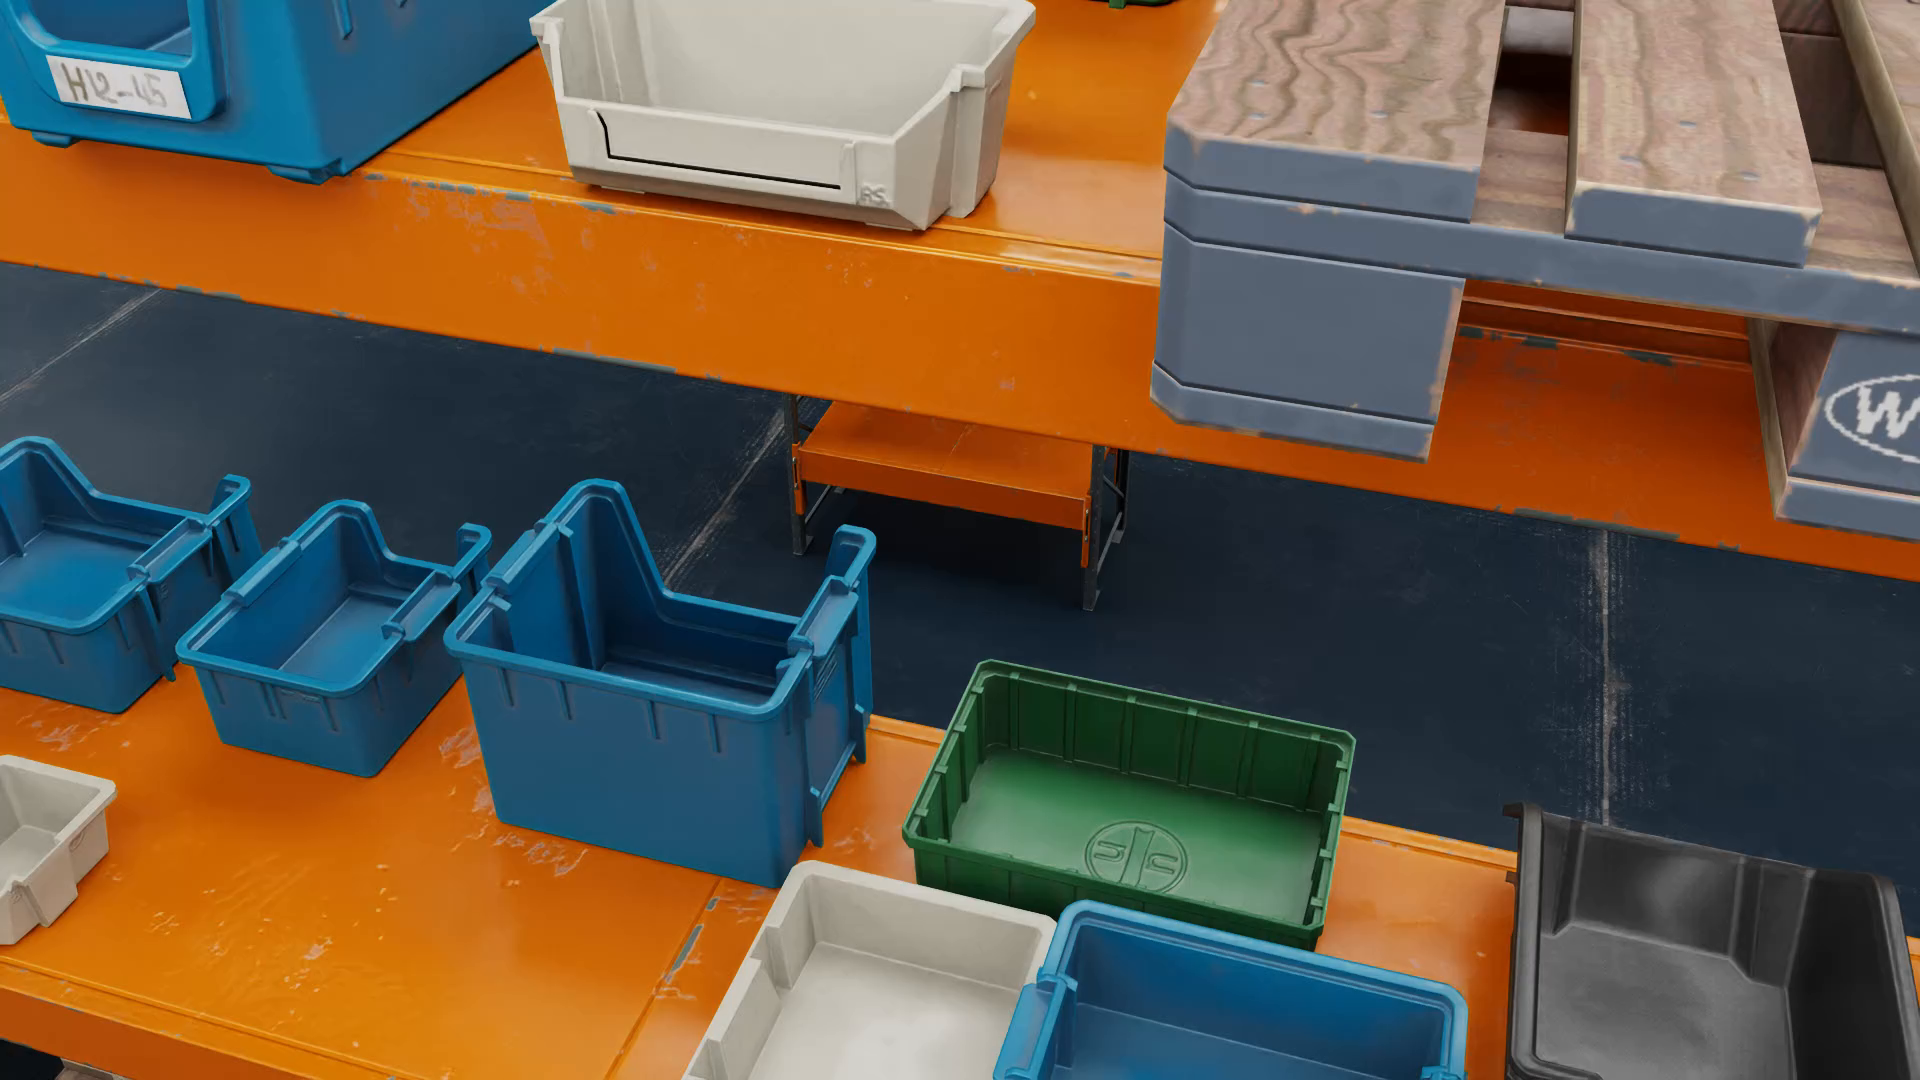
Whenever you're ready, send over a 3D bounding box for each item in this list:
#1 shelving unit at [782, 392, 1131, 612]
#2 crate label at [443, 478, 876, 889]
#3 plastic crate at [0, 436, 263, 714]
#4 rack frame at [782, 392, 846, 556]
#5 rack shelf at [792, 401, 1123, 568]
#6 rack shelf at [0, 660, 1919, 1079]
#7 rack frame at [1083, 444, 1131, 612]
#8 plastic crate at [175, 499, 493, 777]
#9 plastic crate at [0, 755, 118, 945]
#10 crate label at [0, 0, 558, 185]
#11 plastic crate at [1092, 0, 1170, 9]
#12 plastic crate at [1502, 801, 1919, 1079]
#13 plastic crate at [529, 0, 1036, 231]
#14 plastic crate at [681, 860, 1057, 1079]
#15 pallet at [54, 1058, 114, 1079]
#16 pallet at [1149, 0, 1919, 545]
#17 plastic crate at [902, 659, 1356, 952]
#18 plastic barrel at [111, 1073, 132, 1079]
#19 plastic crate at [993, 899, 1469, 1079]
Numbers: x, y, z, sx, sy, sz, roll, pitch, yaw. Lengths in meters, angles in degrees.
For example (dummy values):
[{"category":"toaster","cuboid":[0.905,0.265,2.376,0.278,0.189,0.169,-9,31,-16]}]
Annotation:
[{"category":"shelving unit","cuboid":[0.006,-0.452,5.415,1.048,1.125,0.538,10,38,14]},{"category":"crate label","cuboid":[-0.483,0.235,2.871,0.616,0.435,0.502,10,38,14]},{"category":"plastic crate","cuboid":[-1.754,0.056,3.269,0.616,0.251,0.499,10,38,14]},{"category":"rack frame","cuboid":[-0.479,-0.542,5.537,0.032,1.125,0.500,10,38,14]},{"category":"rack shelf","cuboid":[0.006,-0.255,5.560,1.000,0.278,0.538,10,38,14]},{"category":"rack shelf","cuboid":[-0.411,0.720,2.848,4.000,0.370,1.077,10,38,14]},{"category":"rack frame","cuboid":[0.492,-0.362,5.293,0.032,1.125,0.500,10,38,14]},{"category":"plastic crate","cuboid":[-1.135,0.174,3.109,0.408,0.251,0.499,10,38,14]},{"category":"plastic crate","cuboid":[-1.562,0.523,2.731,0.250,0.136,0.298,10,38,14]},{"category":"crate label","cuboid":[-0.632,-0.554,1.567,0.408,0.251,0.502,10,38,14]},{"category":"plastic crate","cuboid":[0.073,-0.772,1.917,0.450,0.188,0.336,10,38,14]},{"category":"plastic crate","cuboid":[1.036,0.644,2.397,0.504,0.338,0.767,10,38,14]},{"category":"plastic crate","cuboid":[-0.155,-0.373,1.419,0.396,0.136,0.243,10,38,14]},{"category":"plastic crate","cuboid":[-0.128,0.746,2.428,0.437,0.136,0.530,10,38,14]},{"category":"pallet","cuboid":[-1.460,1.333,3.761,1.213,0.211,1.003,10,38,14]},{"category":"pallet","cuboid":[0.780,-0.421,1.420,1.003,0.211,1.213,10,38,14]},{"category":"plastic crate","cuboid":[0.286,0.469,2.761,0.662,0.188,0.450,10,38,14]},{"category":"plastic barrel","cuboid":[-1.670,0.982,3.629,0.421,0.512,0.421,0,36,0]},{"category":"plastic crate","cuboid":[0.360,0.801,2.256,0.616,0.251,0.499,10,38,14]}]
